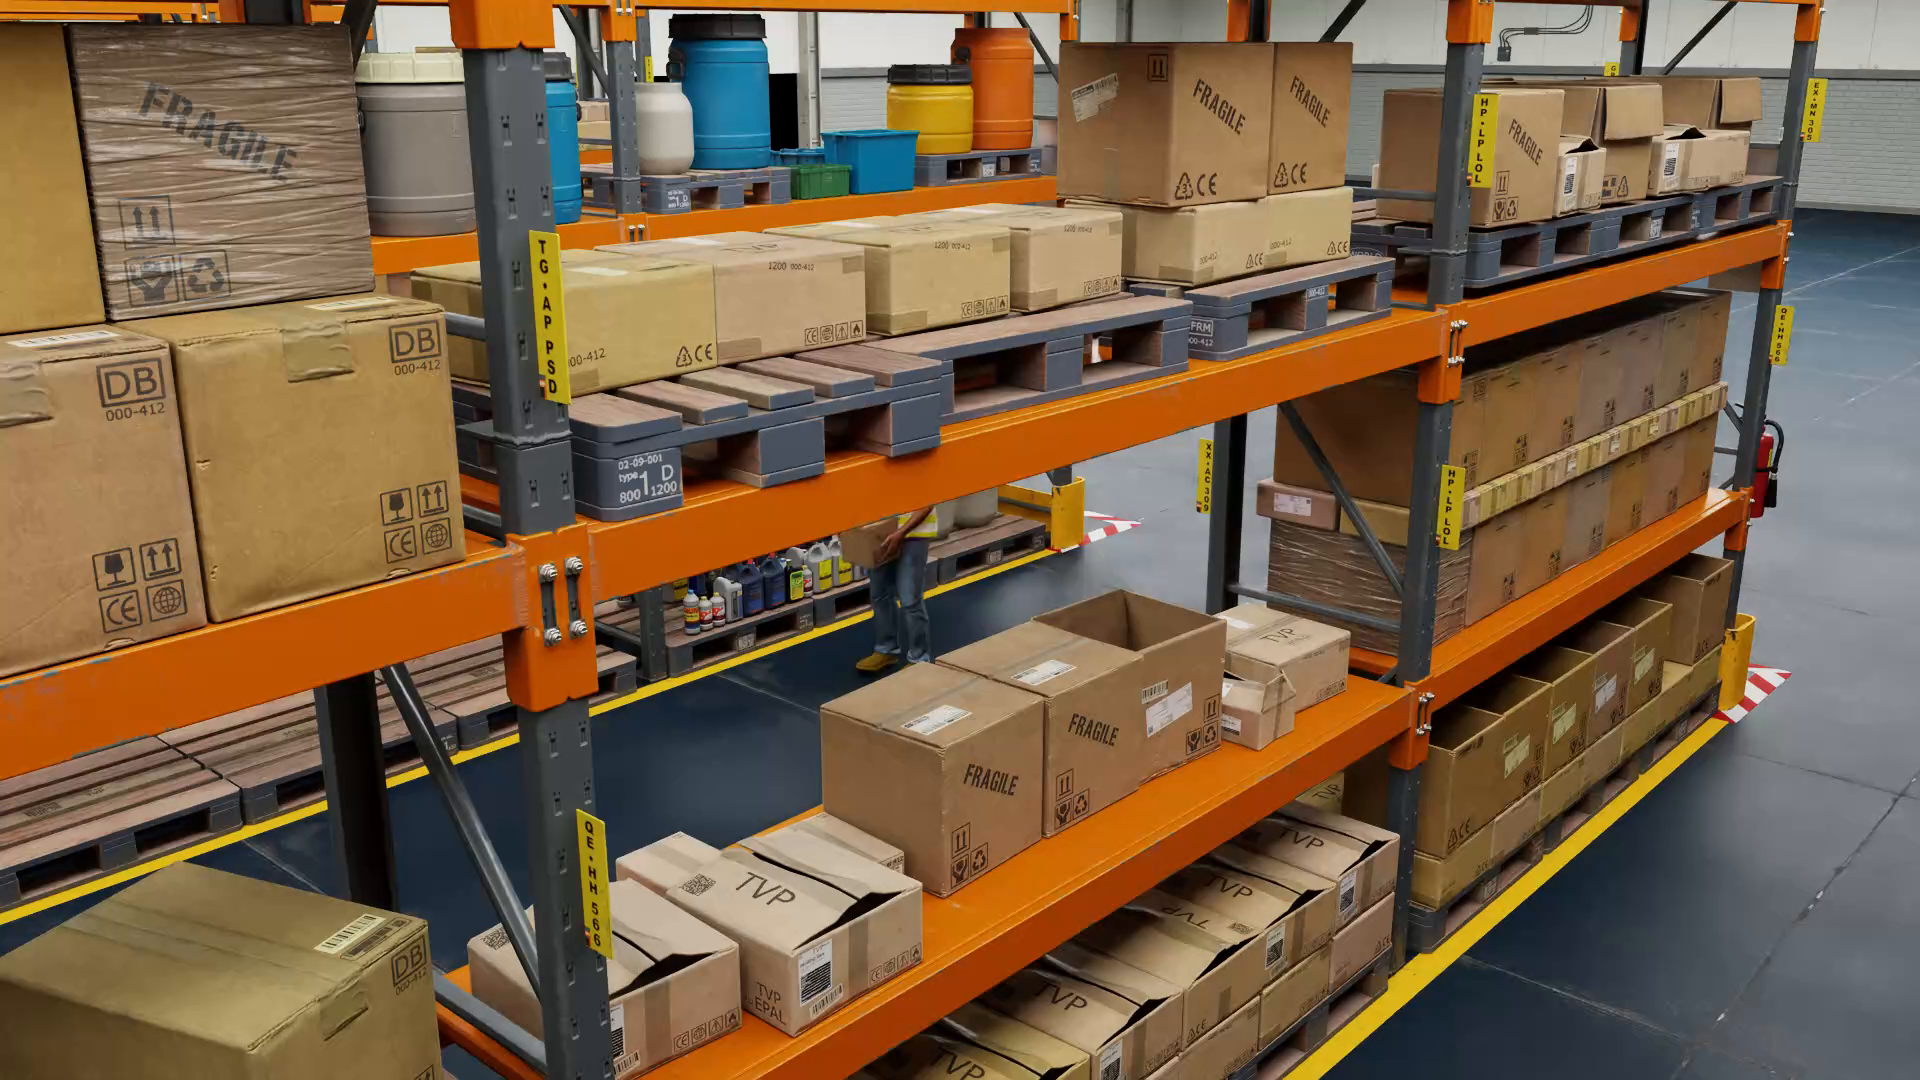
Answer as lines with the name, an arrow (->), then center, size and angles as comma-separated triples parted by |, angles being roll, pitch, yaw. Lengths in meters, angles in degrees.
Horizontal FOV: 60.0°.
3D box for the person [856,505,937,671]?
person -> -0.399, -0.015, 10.047 | 0.558, 1.769, 0.520 | 14, 22, 39
